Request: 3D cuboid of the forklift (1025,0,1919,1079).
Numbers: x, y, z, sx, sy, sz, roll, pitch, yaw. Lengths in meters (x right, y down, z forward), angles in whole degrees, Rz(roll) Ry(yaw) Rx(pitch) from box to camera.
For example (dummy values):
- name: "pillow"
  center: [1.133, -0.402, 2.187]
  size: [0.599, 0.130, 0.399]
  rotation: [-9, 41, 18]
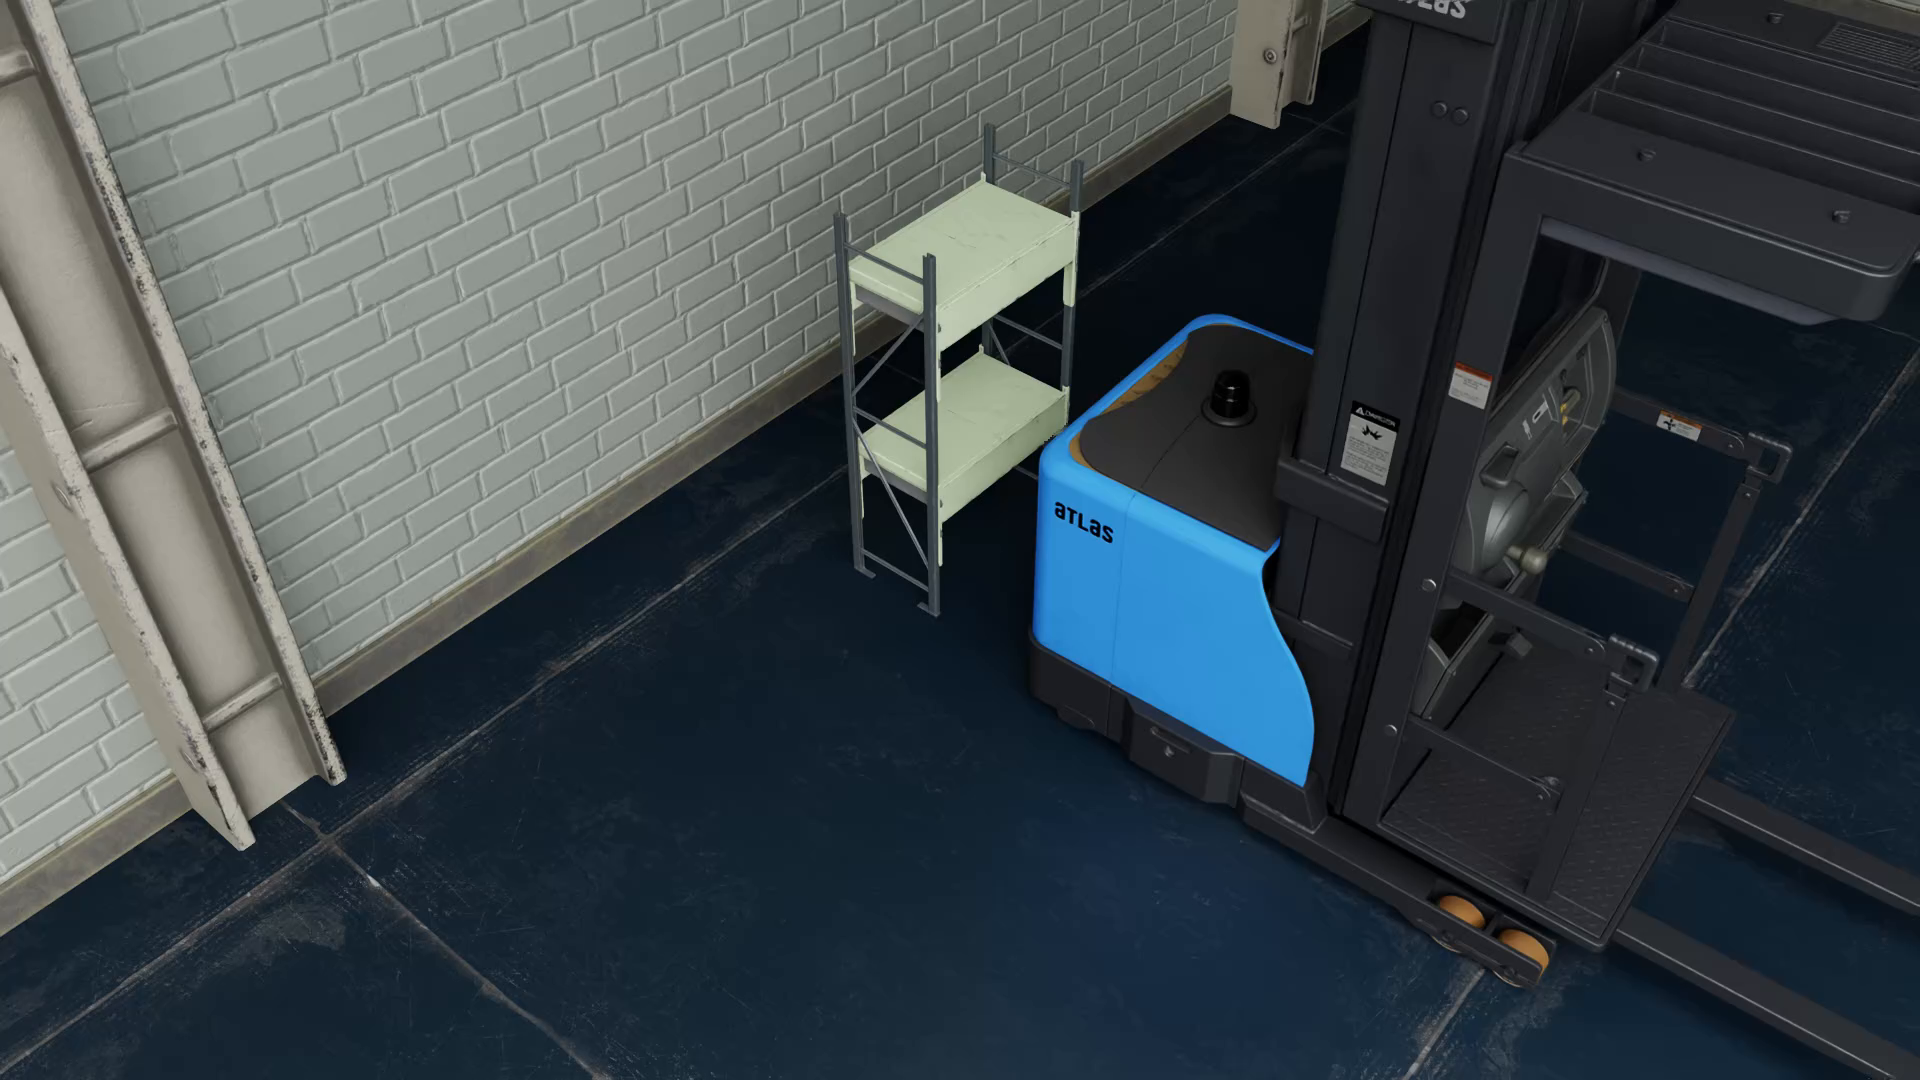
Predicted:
- name: "forklift"
  center: [1.696, -0.199, 4.290]
  size: [3.031, 2.935, 1.130]
  rotation: [28, 49, 27]

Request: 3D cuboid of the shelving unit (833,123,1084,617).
- name: "shelving unit"
  center: [0.004, -0.558, 5.749]
  size: [0.431, 1.500, 0.755]
  rotation: [29, 50, 28]

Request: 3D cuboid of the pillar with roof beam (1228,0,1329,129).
- name: "pillar with roof beam"
  center: [4.925, -3.752, 3.687]
  size: [9.100, 9.000, 0.400]
  rotation: [29, 50, 28]

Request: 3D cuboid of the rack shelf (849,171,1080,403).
- name: "rack shelf"
  center: [0.004, -0.847, 5.487]
  size: [0.431, 0.370, 0.720]
  rotation: [29, 50, 28]

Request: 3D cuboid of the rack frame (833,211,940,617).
- name: "rack frame"
  center: [-0.231, -0.370, 5.542]
  size: [0.400, 1.500, 0.023]
  rotation: [29, 50, 28]

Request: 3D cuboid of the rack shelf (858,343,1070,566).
- name: "rack shelf"
  center: [0.004, -0.317, 5.969]
  size: [0.431, 0.370, 0.720]
  rotation: [29, 50, 28]

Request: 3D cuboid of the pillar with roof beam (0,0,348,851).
- name: "pillar with roof beam"
  center: [1.063, -0.662, 0.290]
  size: [9.100, 9.000, 0.400]
  rotation: [29, 50, 28]

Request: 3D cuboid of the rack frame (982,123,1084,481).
- name: "rack frame"
  center: [0.240, -0.747, 5.956]
  size: [0.400, 1.500, 0.023]
  rotation: [29, 50, 28]
